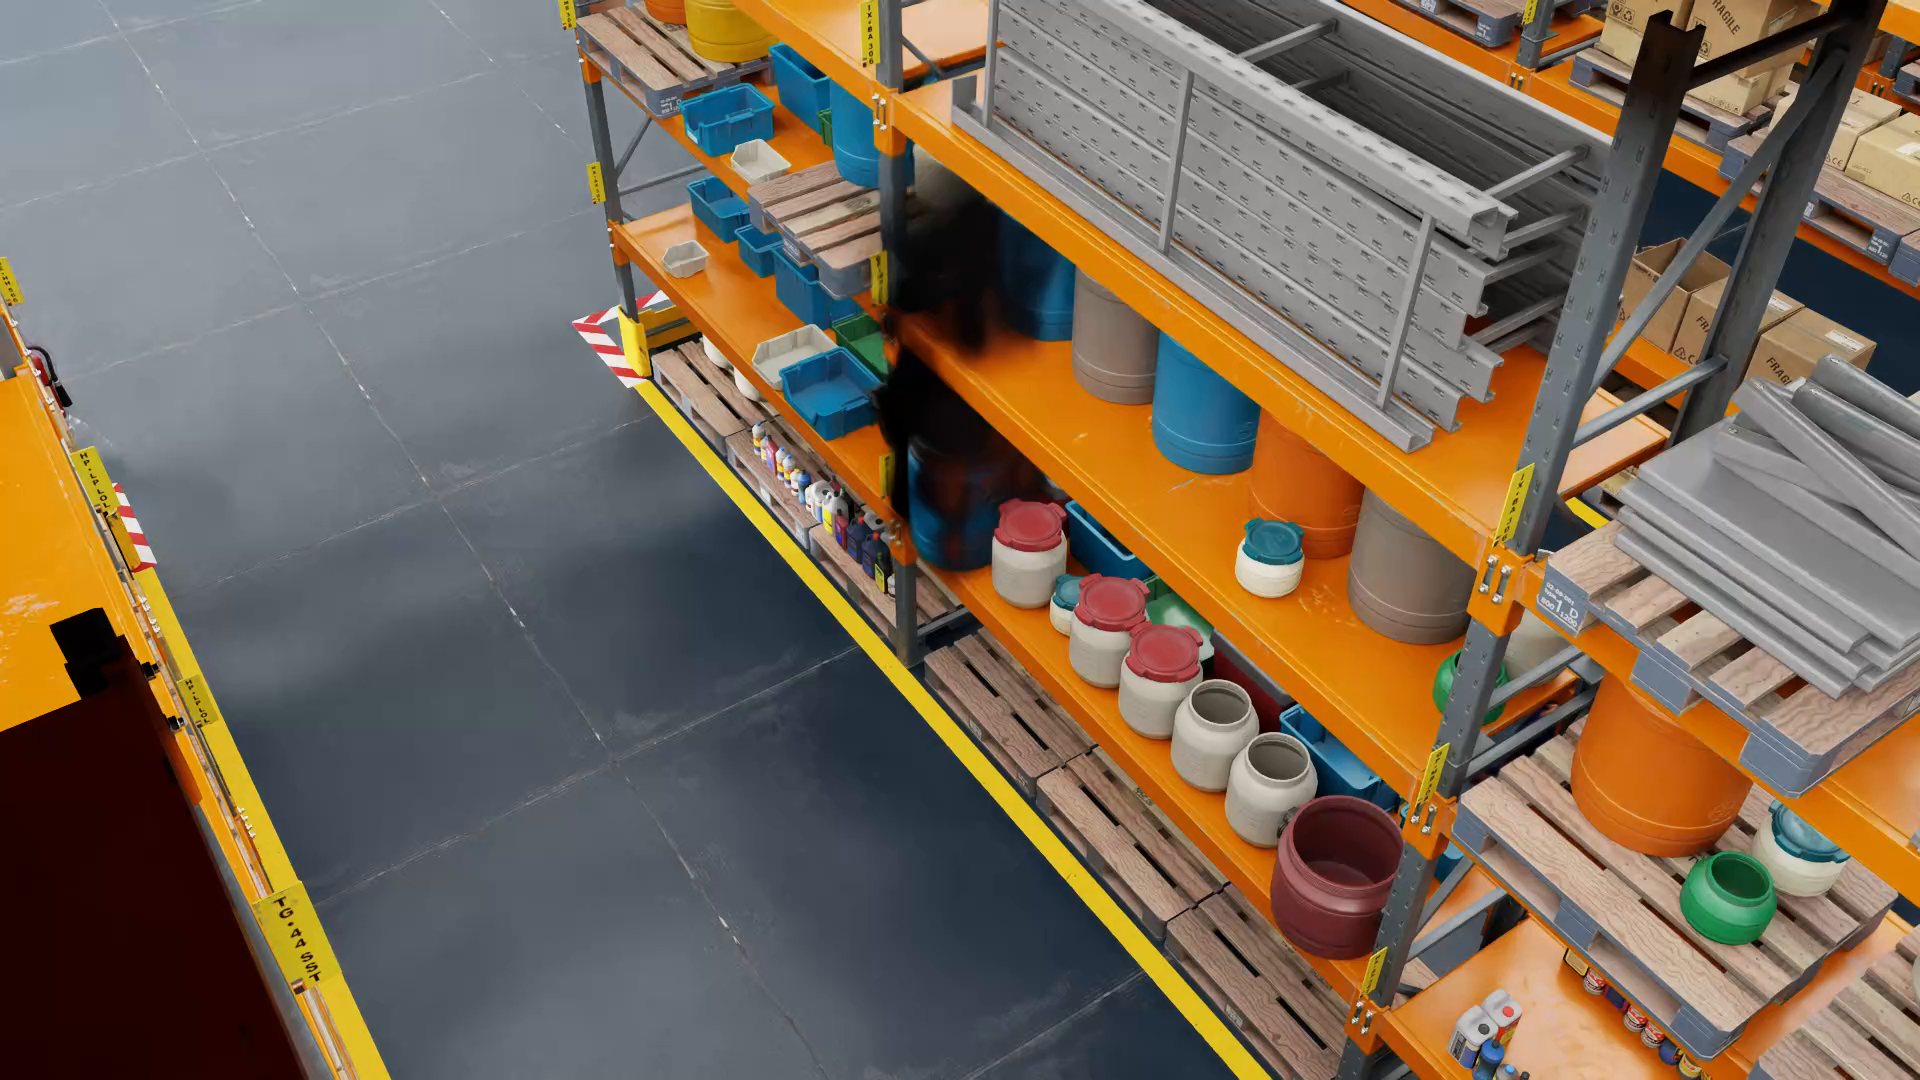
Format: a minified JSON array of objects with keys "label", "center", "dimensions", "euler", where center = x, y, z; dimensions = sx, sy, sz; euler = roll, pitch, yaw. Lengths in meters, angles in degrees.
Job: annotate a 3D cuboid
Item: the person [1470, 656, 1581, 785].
[{"label":"person","center":[3.333,0.956,9.132],"dimensions":[0.606,1.680,0.836],"euler":[-31,51,-29]}]
